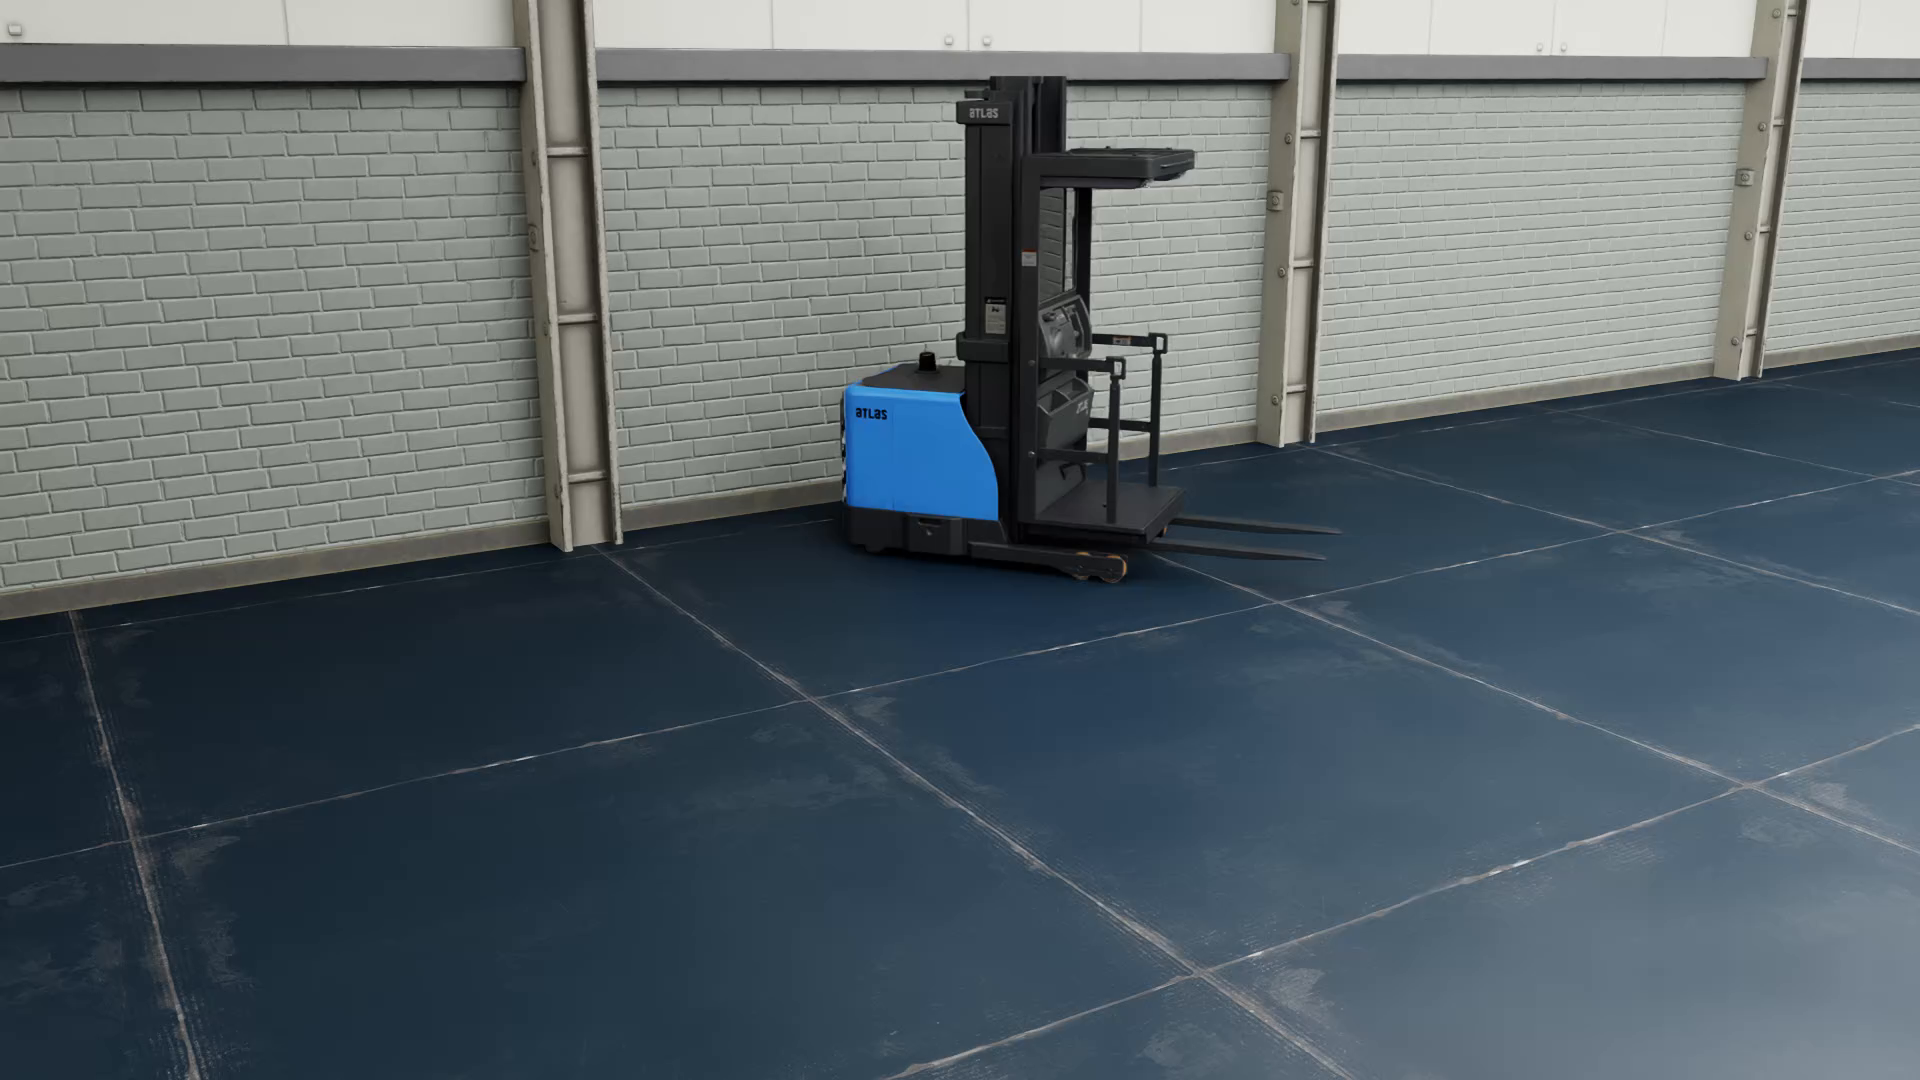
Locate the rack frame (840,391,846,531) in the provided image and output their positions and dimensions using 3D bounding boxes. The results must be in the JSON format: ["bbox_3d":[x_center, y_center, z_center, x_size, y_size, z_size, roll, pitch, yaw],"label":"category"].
[{"bbox_3d":[-0.781,-0.528,11.125,0.006,0.900,0.240,0,16,0],"label":"rack frame"}]

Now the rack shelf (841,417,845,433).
[{"bbox_3d":[-0.680,-0.755,11.061,0.200,0.077,0.258,0,16,0],"label":"rack shelf"}]

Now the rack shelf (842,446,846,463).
[{"bbox_3d":[-0.680,-0.582,11.109,0.200,0.077,0.258,0,16,0],"label":"rack shelf"}]

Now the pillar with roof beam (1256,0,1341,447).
[{"bbox_3d":[4.920,-4.158,9.070,0.400,9.000,9.100,-9,18,-30],"label":"pillar with roof beam"}]

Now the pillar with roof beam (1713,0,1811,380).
[{"bbox_3d":[10.063,-4.992,12.045,0.400,9.000,9.100,-9,18,-30],"label":"pillar with roof beam"}]

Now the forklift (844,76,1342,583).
[{"bbox_3d":[0.833,-1.315,10.172,3.031,2.935,1.130,6,17,20],"label":"forklift"}]

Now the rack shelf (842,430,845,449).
[{"bbox_3d":[-0.680,-0.669,11.085,0.200,0.077,0.258,0,16,0],"label":"rack shelf"}]

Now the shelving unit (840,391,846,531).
[{"bbox_3d":[-0.680,-0.528,11.125,0.210,0.900,0.258,0,16,0],"label":"shelving unit"}]

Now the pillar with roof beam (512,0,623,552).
[{"bbox_3d":[-0.224,-3.324,6.095,0.400,9.000,9.100,-9,18,-30],"label":"pillar with roof beam"}]

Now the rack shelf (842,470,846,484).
[{"bbox_3d":[-0.680,-0.409,11.158,0.200,0.077,0.258,0,16,0],"label":"rack shelf"}]

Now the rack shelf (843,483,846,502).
[{"bbox_3d":[-0.680,-0.322,11.182,0.200,0.077,0.258,0,16,0],"label":"rack shelf"}]

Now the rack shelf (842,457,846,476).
[{"bbox_3d":[-0.680,-0.495,11.134,0.200,0.077,0.258,0,16,0],"label":"rack shelf"}]
